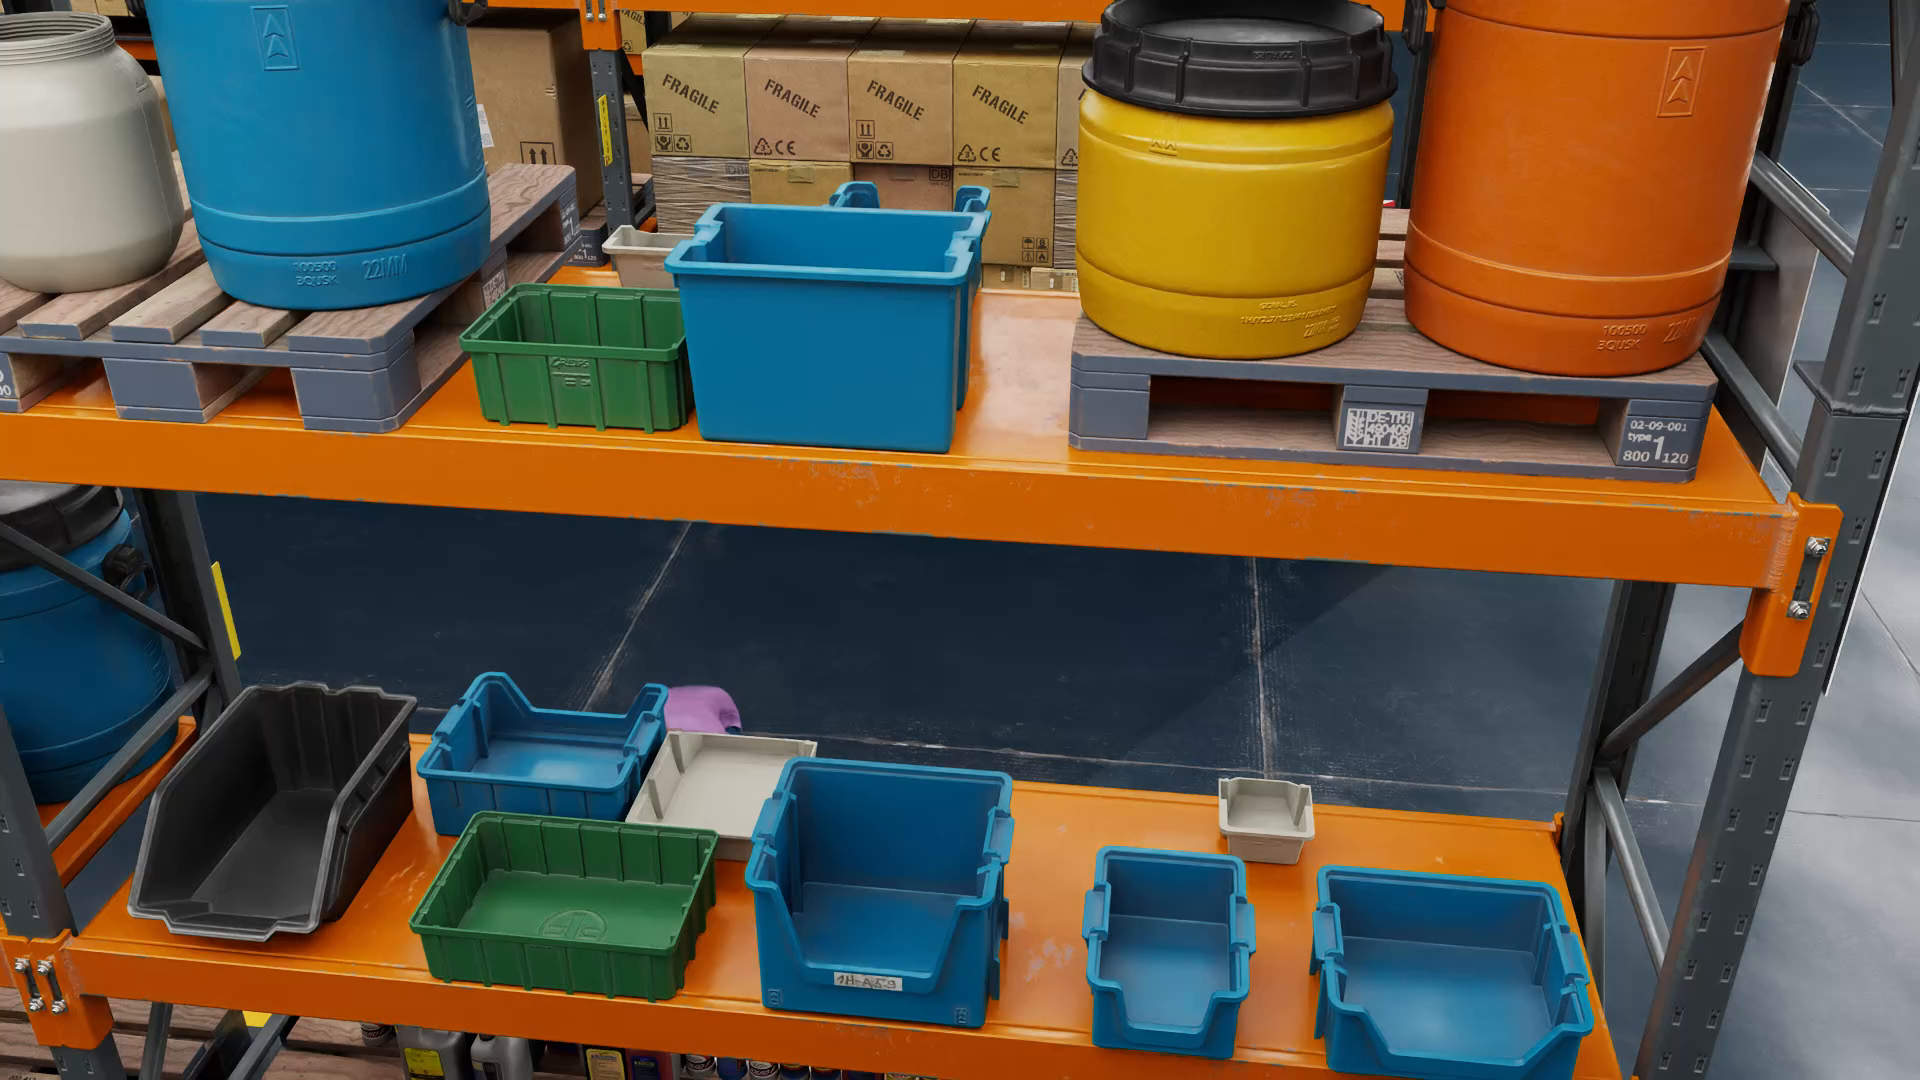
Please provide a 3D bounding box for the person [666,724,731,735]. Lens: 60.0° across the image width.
[{"bbox_3d":[-1.055,0.925,6.474,0.382,0.736,0.816,3,29,6],"label":"person"}]
